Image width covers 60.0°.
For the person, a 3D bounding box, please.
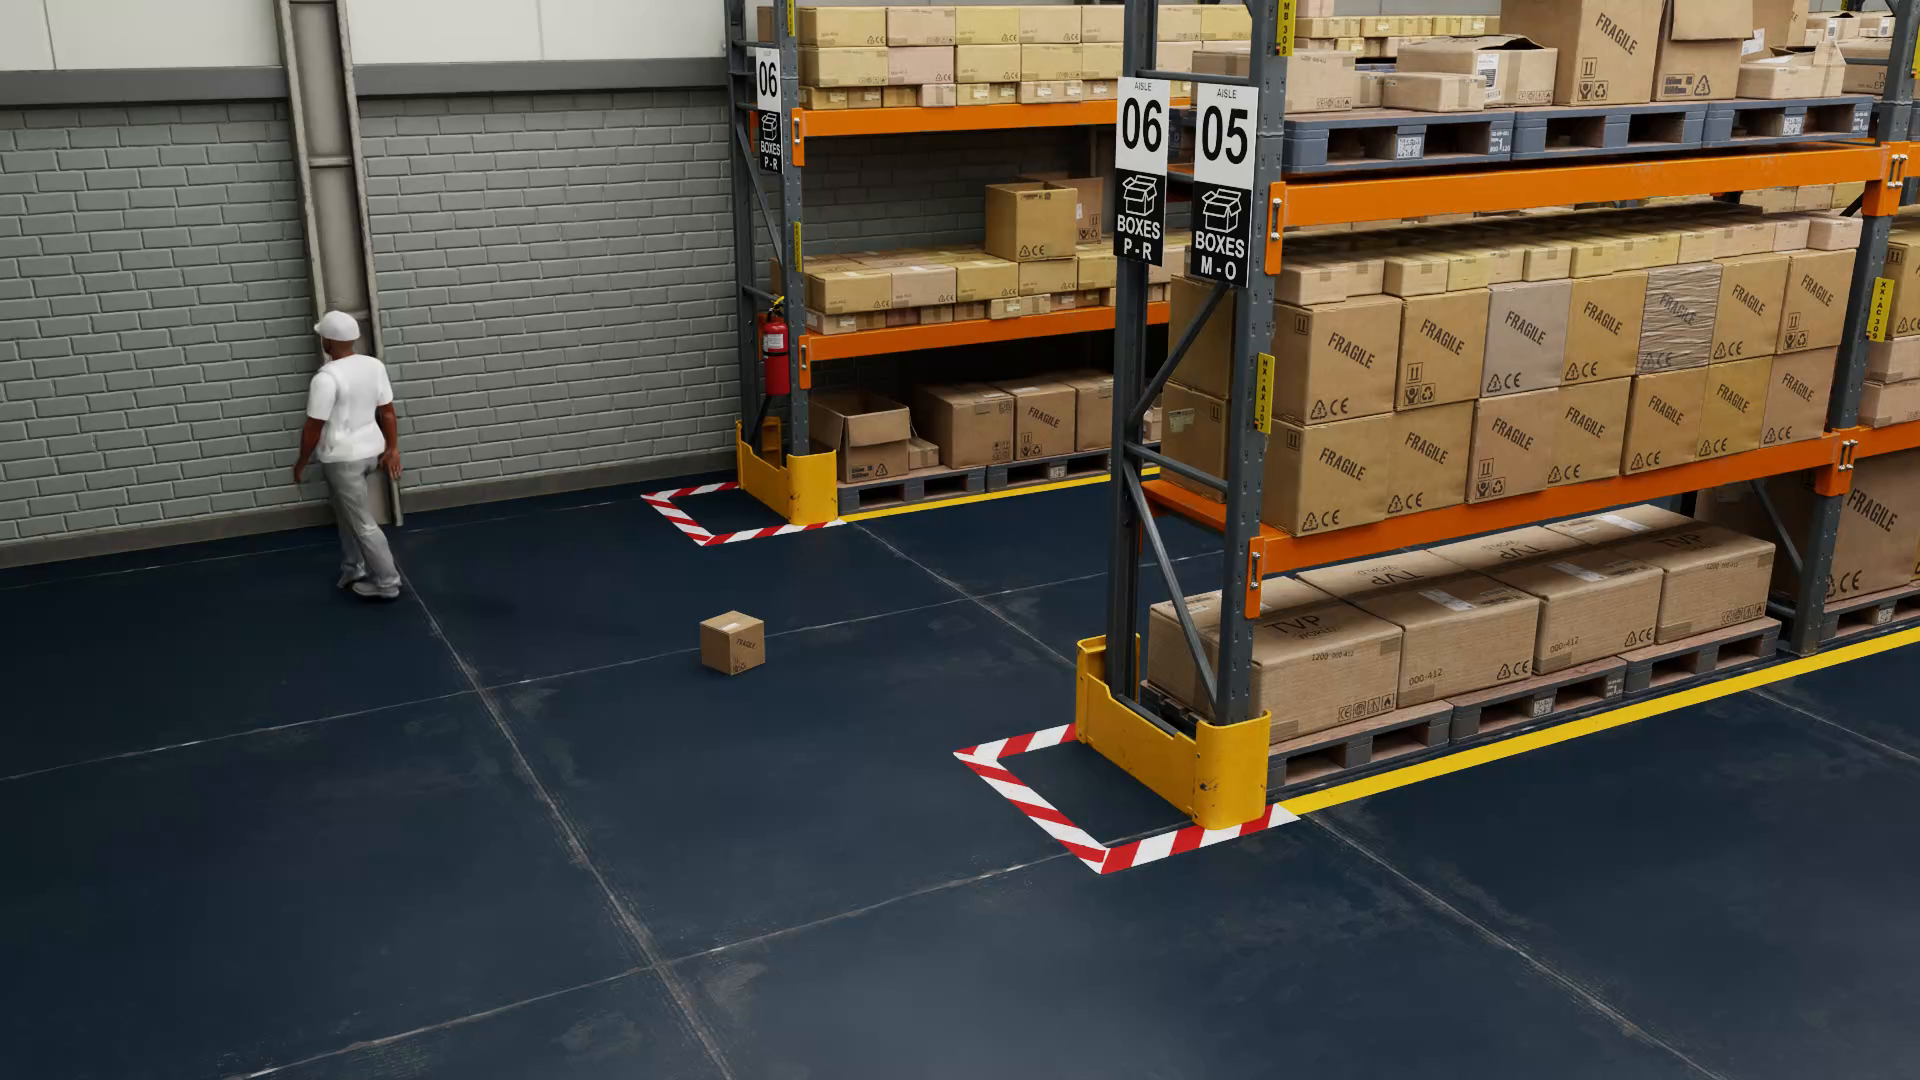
[{"bbox_3d":[-3.707,-0.472,10.016,0.623,1.838,0.564,6,19,16],"label":"person"}]
